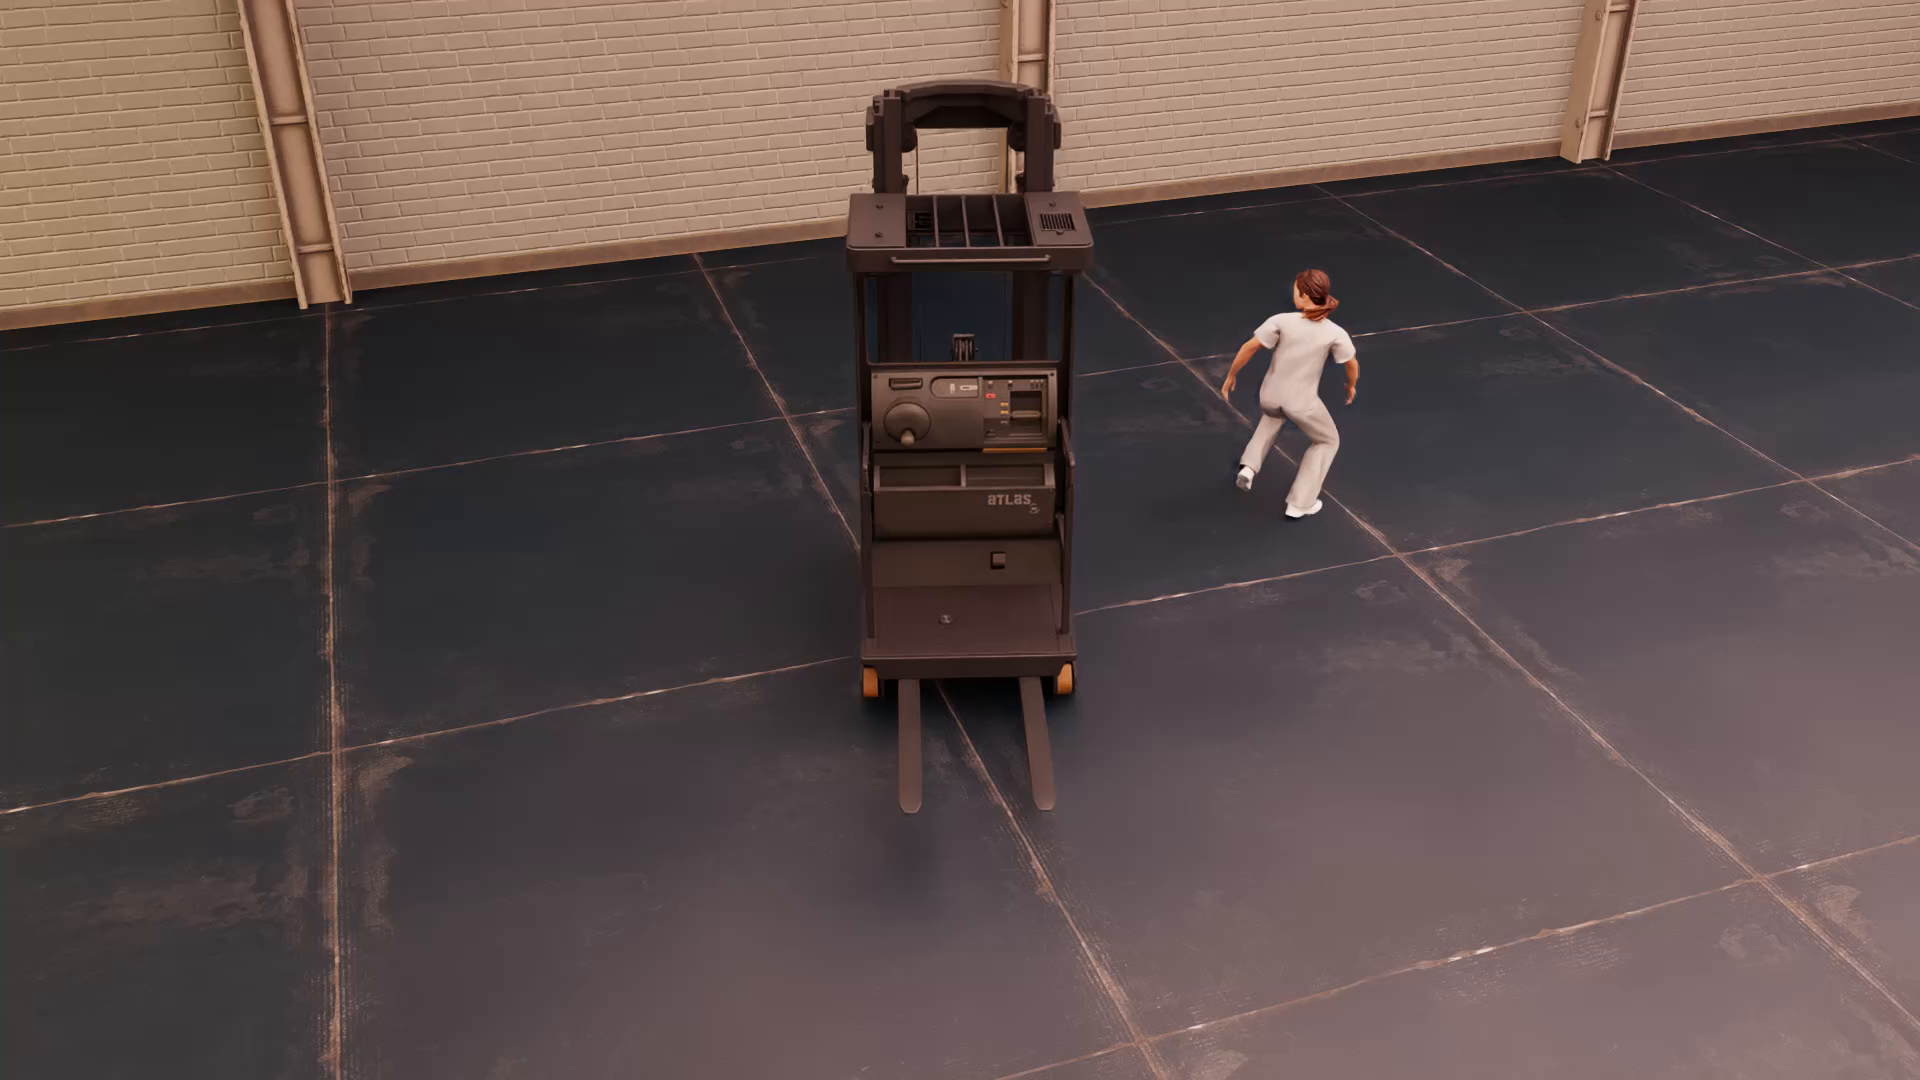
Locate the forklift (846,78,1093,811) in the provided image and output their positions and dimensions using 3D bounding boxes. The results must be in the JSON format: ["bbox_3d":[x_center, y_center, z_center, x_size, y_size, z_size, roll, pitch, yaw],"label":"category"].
[{"bbox_3d":[0.030,-0.626,8.174,1.130,2.935,3.031,-1,30,-2],"label":"forklift"}]

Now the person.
[{"bbox_3d":[2.046,-0.907,10.019,0.666,1.587,0.601,18,35,29],"label":"person"}]
